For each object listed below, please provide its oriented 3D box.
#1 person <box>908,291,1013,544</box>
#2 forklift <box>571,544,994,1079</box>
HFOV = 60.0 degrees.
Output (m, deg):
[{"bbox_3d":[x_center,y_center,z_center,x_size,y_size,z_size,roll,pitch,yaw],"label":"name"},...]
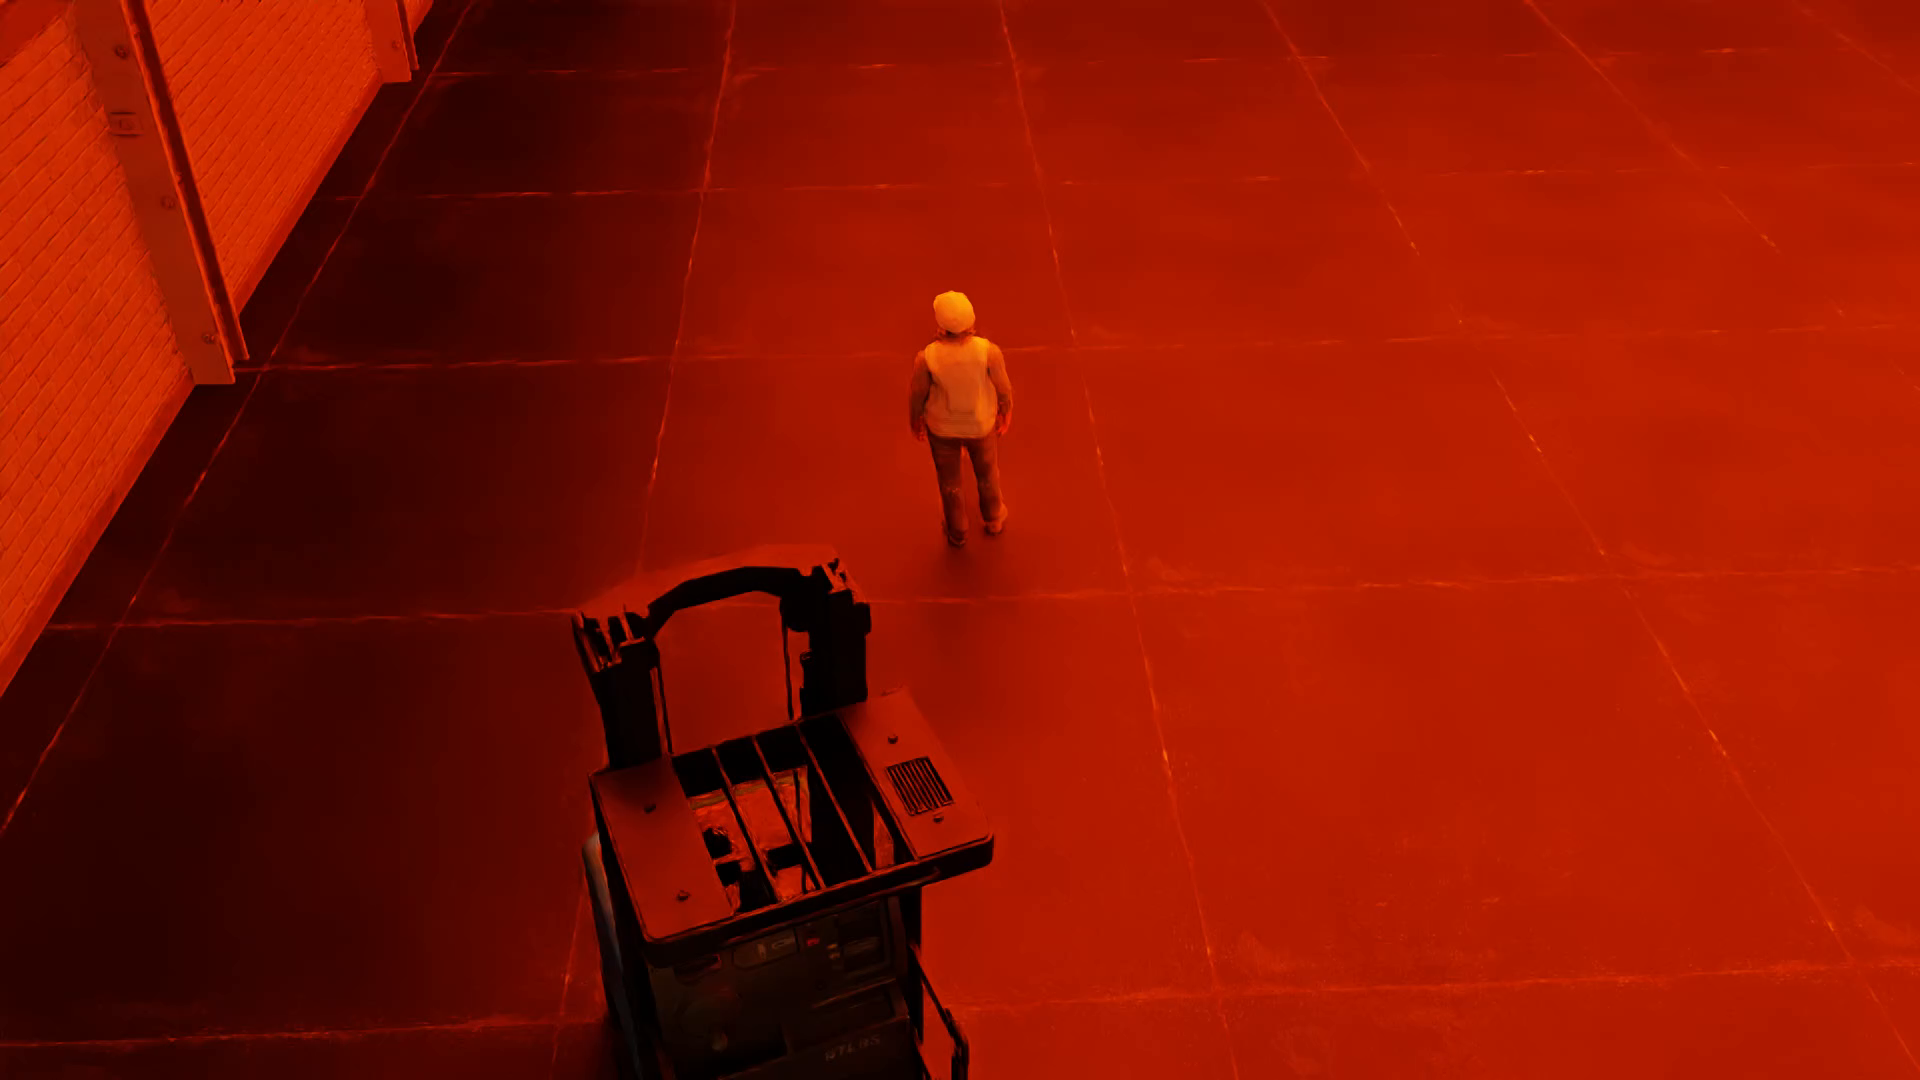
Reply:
[{"bbox_3d":[0.005,-0.760,10.024,0.632,1.773,0.567,-2,36,-2],"label":"person"},{"bbox_3d":[-0.561,1.605,5.806,1.130,2.935,3.031,-14,38,-18],"label":"forklift"}]
